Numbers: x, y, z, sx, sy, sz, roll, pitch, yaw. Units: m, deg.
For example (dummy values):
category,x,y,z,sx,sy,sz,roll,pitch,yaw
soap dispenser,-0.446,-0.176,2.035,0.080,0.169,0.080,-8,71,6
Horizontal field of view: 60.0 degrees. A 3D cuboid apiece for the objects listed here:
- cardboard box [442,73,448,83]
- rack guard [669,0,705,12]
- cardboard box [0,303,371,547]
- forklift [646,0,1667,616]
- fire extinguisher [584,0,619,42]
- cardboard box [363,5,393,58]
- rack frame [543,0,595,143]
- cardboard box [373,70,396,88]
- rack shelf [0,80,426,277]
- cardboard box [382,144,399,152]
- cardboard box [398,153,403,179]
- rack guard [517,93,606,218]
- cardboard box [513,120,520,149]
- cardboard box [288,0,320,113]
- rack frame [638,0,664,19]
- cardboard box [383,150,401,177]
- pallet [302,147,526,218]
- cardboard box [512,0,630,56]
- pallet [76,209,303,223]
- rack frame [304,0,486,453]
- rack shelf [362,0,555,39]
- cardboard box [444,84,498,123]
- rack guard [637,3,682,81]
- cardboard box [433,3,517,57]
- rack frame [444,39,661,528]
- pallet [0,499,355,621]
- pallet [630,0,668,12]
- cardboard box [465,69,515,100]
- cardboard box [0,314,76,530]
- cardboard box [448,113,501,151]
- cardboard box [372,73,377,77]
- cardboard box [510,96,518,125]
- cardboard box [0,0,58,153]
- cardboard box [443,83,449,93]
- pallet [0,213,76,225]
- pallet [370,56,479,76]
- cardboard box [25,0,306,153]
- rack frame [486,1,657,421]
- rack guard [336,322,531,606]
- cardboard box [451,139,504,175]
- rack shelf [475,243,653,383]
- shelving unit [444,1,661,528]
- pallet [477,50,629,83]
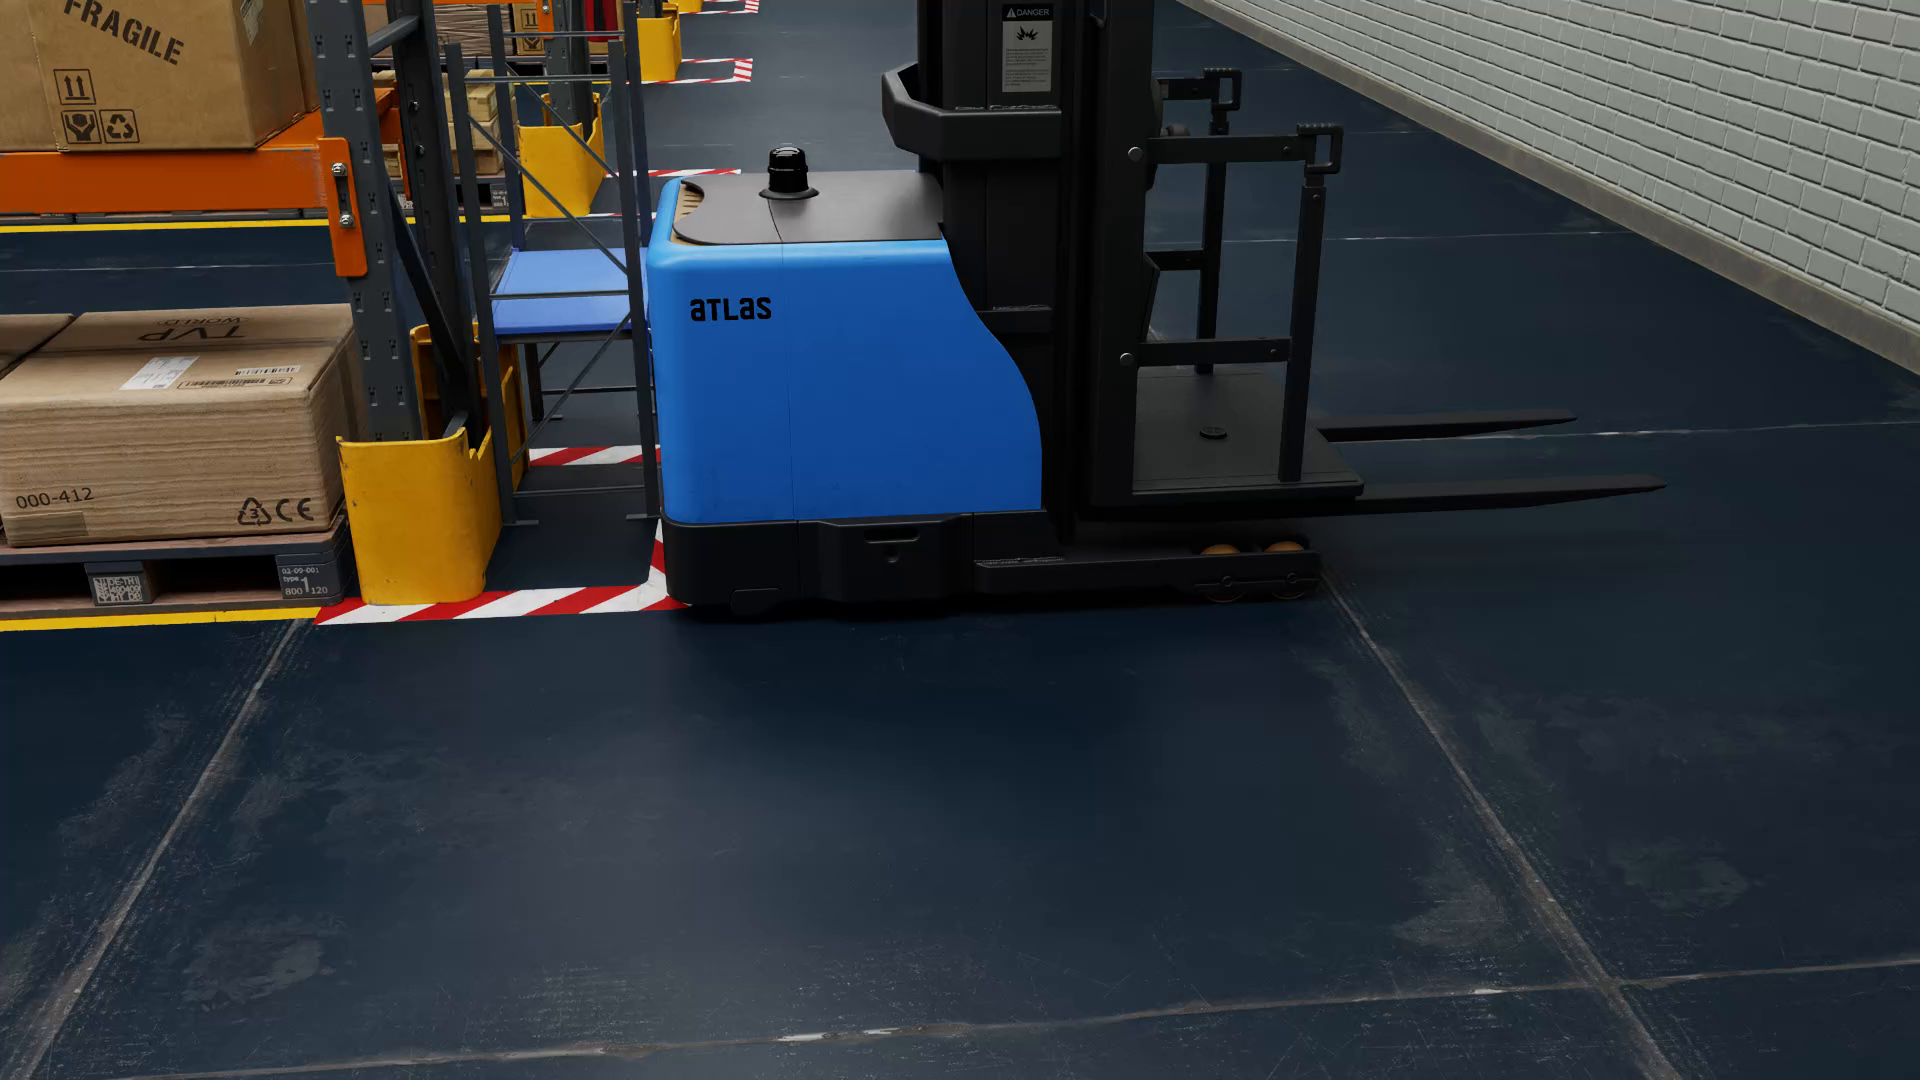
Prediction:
category,x,y,z,sx,sy,sz,roll,pitch,yaw
cardboard box,-3.059,-2.634,9.743,0.250,0.149,0.380,-2,24,-4
rack guard,-3.093,-6.291,18.787,0.348,0.500,1.175,-2,24,-5
cardboard box,-2.302,-0.373,5.034,0.875,0.438,0.875,-3,24,-7
forklift,0.620,-1.368,4.719,3.031,2.935,1.130,-3,24,-6
fire extinguisher,-1.946,-3.034,8.936,0.183,0.674,0.296,-2,24,-5
cardboard box,-5.049,-4.516,13.816,0.875,0.875,0.875,-2,24,-5
rack frame,-2.242,-3.416,9.242,0.127,3.000,1.000,-2,24,-5
cardboard box,-3.323,-2.675,9.836,0.250,0.149,0.380,-2,24,-5
rack shelf,-3.645,-1.010,4.716,4.000,0.370,1.077,-2,24,-5
cardboard box,-3.256,-2.283,9.320,0.250,0.149,0.380,-3,24,-7
cardboard box,-2.991,-2.148,9.383,0.250,0.149,0.380,-2,24,-4
rack guard,-2.318,-2.271,9.743,0.348,0.500,1.175,-2,24,-5
cardboard box,-2.795,-2.413,9.980,0.250,0.149,0.380,-2,24,-4
cardboard box,-2.161,-1.562,4.947,0.500,0.500,0.500,-2,24,-6
rack frame,-2.629,-5.425,13.761,0.127,3.000,1.000,-2,24,-5
cardboard box,-3.263,-2.173,9.438,0.250,0.149,0.380,-2,24,-5
pallet,-3.130,-2.120,9.761,1.213,0.211,1.003,-2,24,-5
cardboard box,-3.258,-4.588,13.977,0.875,0.875,0.875,-2,24,-5
pallet,-4.341,-2.073,9.654,1.213,0.211,1.003,-2,24,-5
rack frame,-1.655,-1.419,4.749,0.127,3.000,1.000,-2,24,-5
rack shelf,-4.232,-3.007,9.208,4.000,0.370,1.077,-2,24,-5
cardboard box,-2.744,-2.453,9.337,0.250,0.149,0.380,-2,24,-5
rack guard,-2.605,-4.283,14.271,0.348,0.500,1.175,-2,24,-5
cardboard box,-4.164,-4.551,13.896,0.875,0.875,0.875,-2,24,-5
rack frame,-1.223,-0.746,5.081,0.500,1.500,0.032,-3,24,-7
pallet,-2.443,-0.081,5.173,1.213,0.211,1.003,-2,24,-5
pallet,-3.940,-6.135,18.793,1.213,0.211,1.003,-2,24,-5
cardboard box,-2.797,-2.693,9.877,0.250,0.149,0.380,-3,24,-8
cardboard box,-3.212,-0.333,4.945,0.875,0.438,0.875,-2,24,-4
cardboard box,-2.739,-2.304,9.368,0.250,0.149,0.380,-3,24,-7
cardboard box,-3.561,-2.632,9.739,0.250,0.149,0.380,-3,24,-8
cardboard box,-2.789,-2.524,9.862,0.250,0.149,0.380,-1,24,-3
cardboard box,-2.610,-1.325,4.414,0.500,0.500,0.500,-3,24,-6
cardboard box,-3.000,-2.466,9.366,0.250,0.149,0.380,-2,24,-4
pallet,-5.558,-2.023,9.541,1.213,0.211,1.003,-2,24,-5
pallet,-4.628,-4.039,14.078,1.213,0.211,1.003,-2,24,-5
cardboard box,-2.109,-1.338,4.445,0.500,0.500,0.500,-2,24,-5
rack frame,-1.365,-1.155,6.001,0.500,1.500,0.032,-3,24,-7
rack guard,-1.631,-0.278,5.259,0.348,0.500,1.175,-2,24,-5
cardboard box,-2.745,-2.200,9.499,0.250,0.149,0.380,-2,24,-4
rack shelf,-1.294,-0.786,5.614,0.538,0.185,1.000,-3,24,-7
shelving unit,-1.294,-0.950,5.541,0.538,1.500,1.048,-3,24,-7
pallet,-3.417,-4.087,14.185,1.213,0.211,1.003,-2,24,-5
